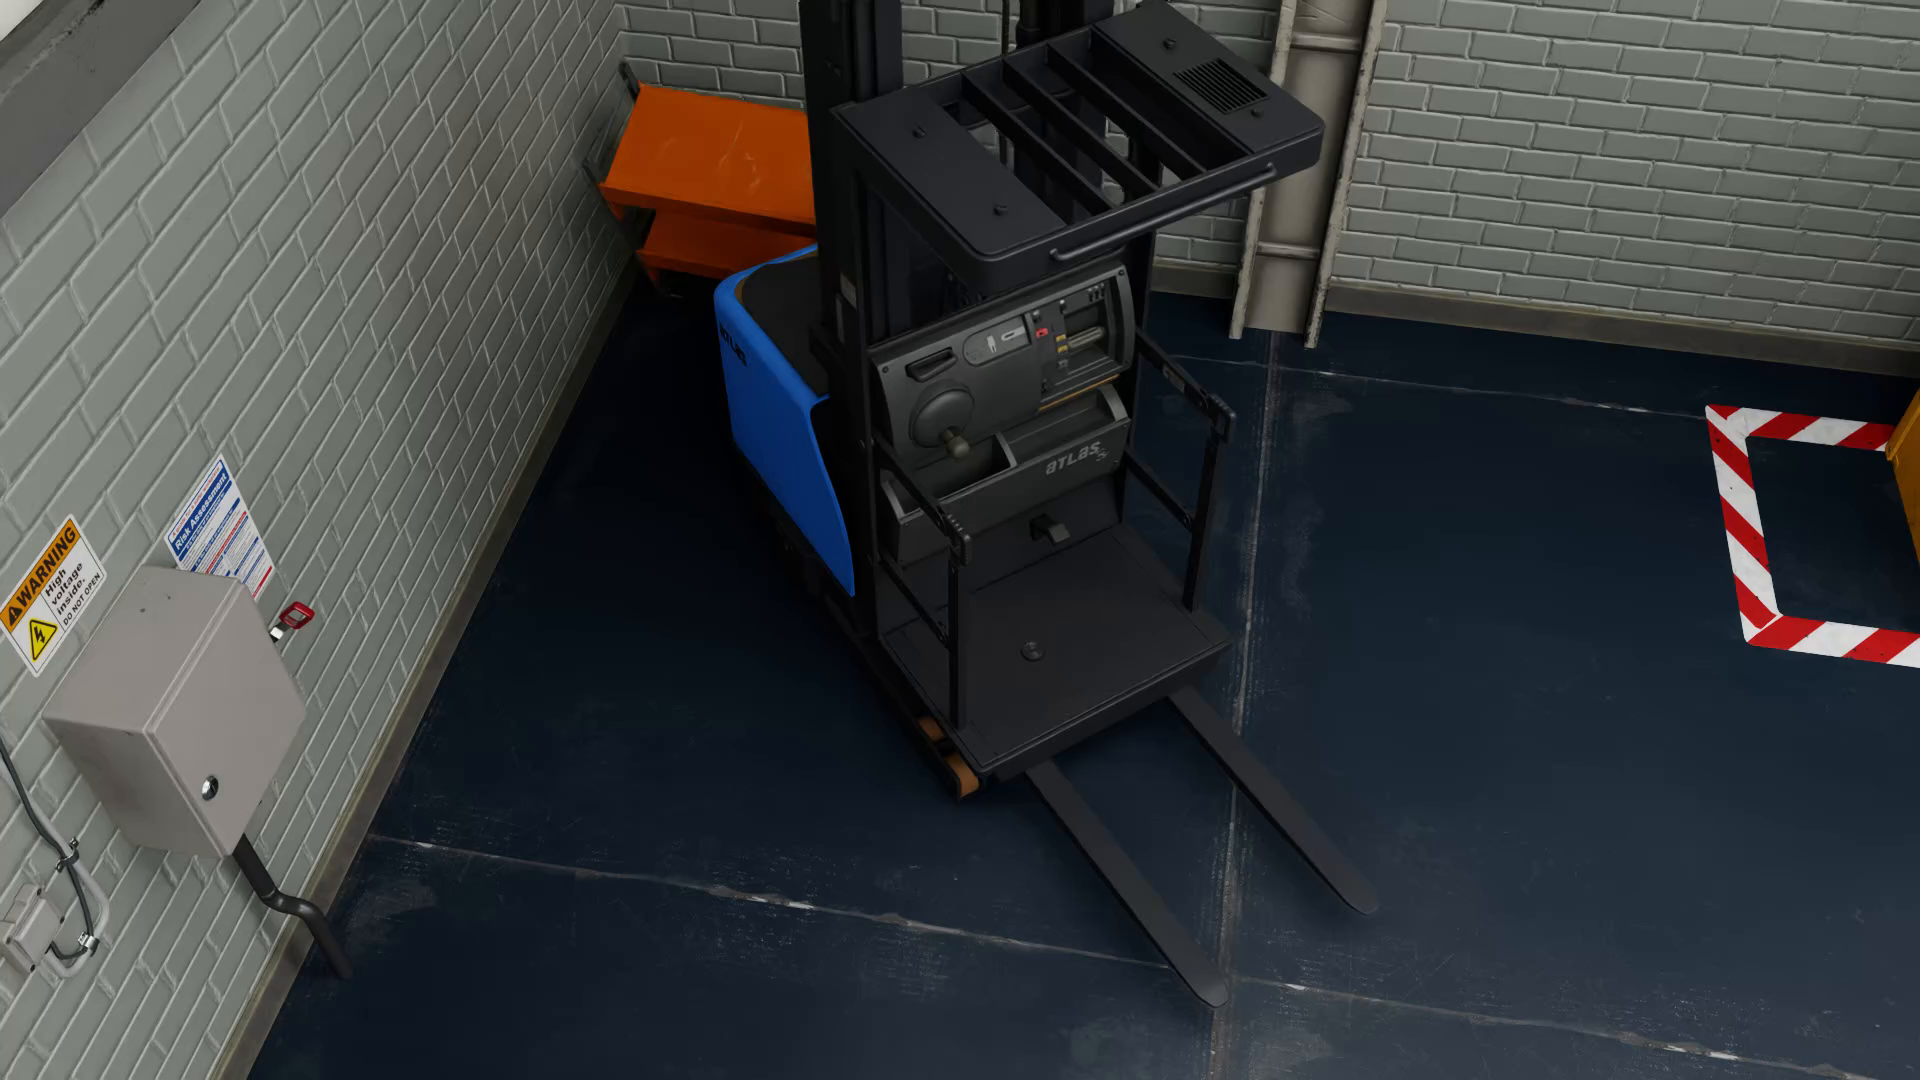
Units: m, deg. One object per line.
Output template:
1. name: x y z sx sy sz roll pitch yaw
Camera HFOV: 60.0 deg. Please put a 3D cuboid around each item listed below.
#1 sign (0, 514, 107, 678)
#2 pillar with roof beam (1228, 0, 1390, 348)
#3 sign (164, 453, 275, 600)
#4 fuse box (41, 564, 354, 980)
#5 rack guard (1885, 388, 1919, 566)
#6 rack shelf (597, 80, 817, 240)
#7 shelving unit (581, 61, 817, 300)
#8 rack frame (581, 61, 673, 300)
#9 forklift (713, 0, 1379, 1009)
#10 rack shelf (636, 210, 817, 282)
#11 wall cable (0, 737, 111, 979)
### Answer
1. sign: -2.197 0.134 4.030 0.001 0.242 0.339 8 49 7
2. pillar with roof beam: 0.673 -0.860 1.445 0.400 9.000 9.100 8 49 7
3. sign: -2.099 0.040 4.734 0.001 0.494 0.329 8 49 7
4. fuse box: -1.983 0.827 4.828 0.414 1.711 0.539 8 49 7
5. rack guard: 4.006 -0.144 6.516 0.348 0.500 1.175 8 49 7
6. rack shelf: -0.920 -1.532 6.882 1.000 0.278 0.538 12 72 11
7. shelving unit: -0.887 -1.432 7.155 1.048 1.125 0.538 12 72 11
8. rack frame: -1.375 -1.538 7.253 0.032 1.125 0.500 12 72 11
9. forklift: 0.273 -0.474 5.177 1.130 2.935 3.031 -25 53 -21
10. rack shelf: -0.860 -1.348 7.384 1.000 0.278 0.538 12 72 11
11. wall cable: -2.260 0.536 3.541 0.122 1.984 0.588 8 49 7
